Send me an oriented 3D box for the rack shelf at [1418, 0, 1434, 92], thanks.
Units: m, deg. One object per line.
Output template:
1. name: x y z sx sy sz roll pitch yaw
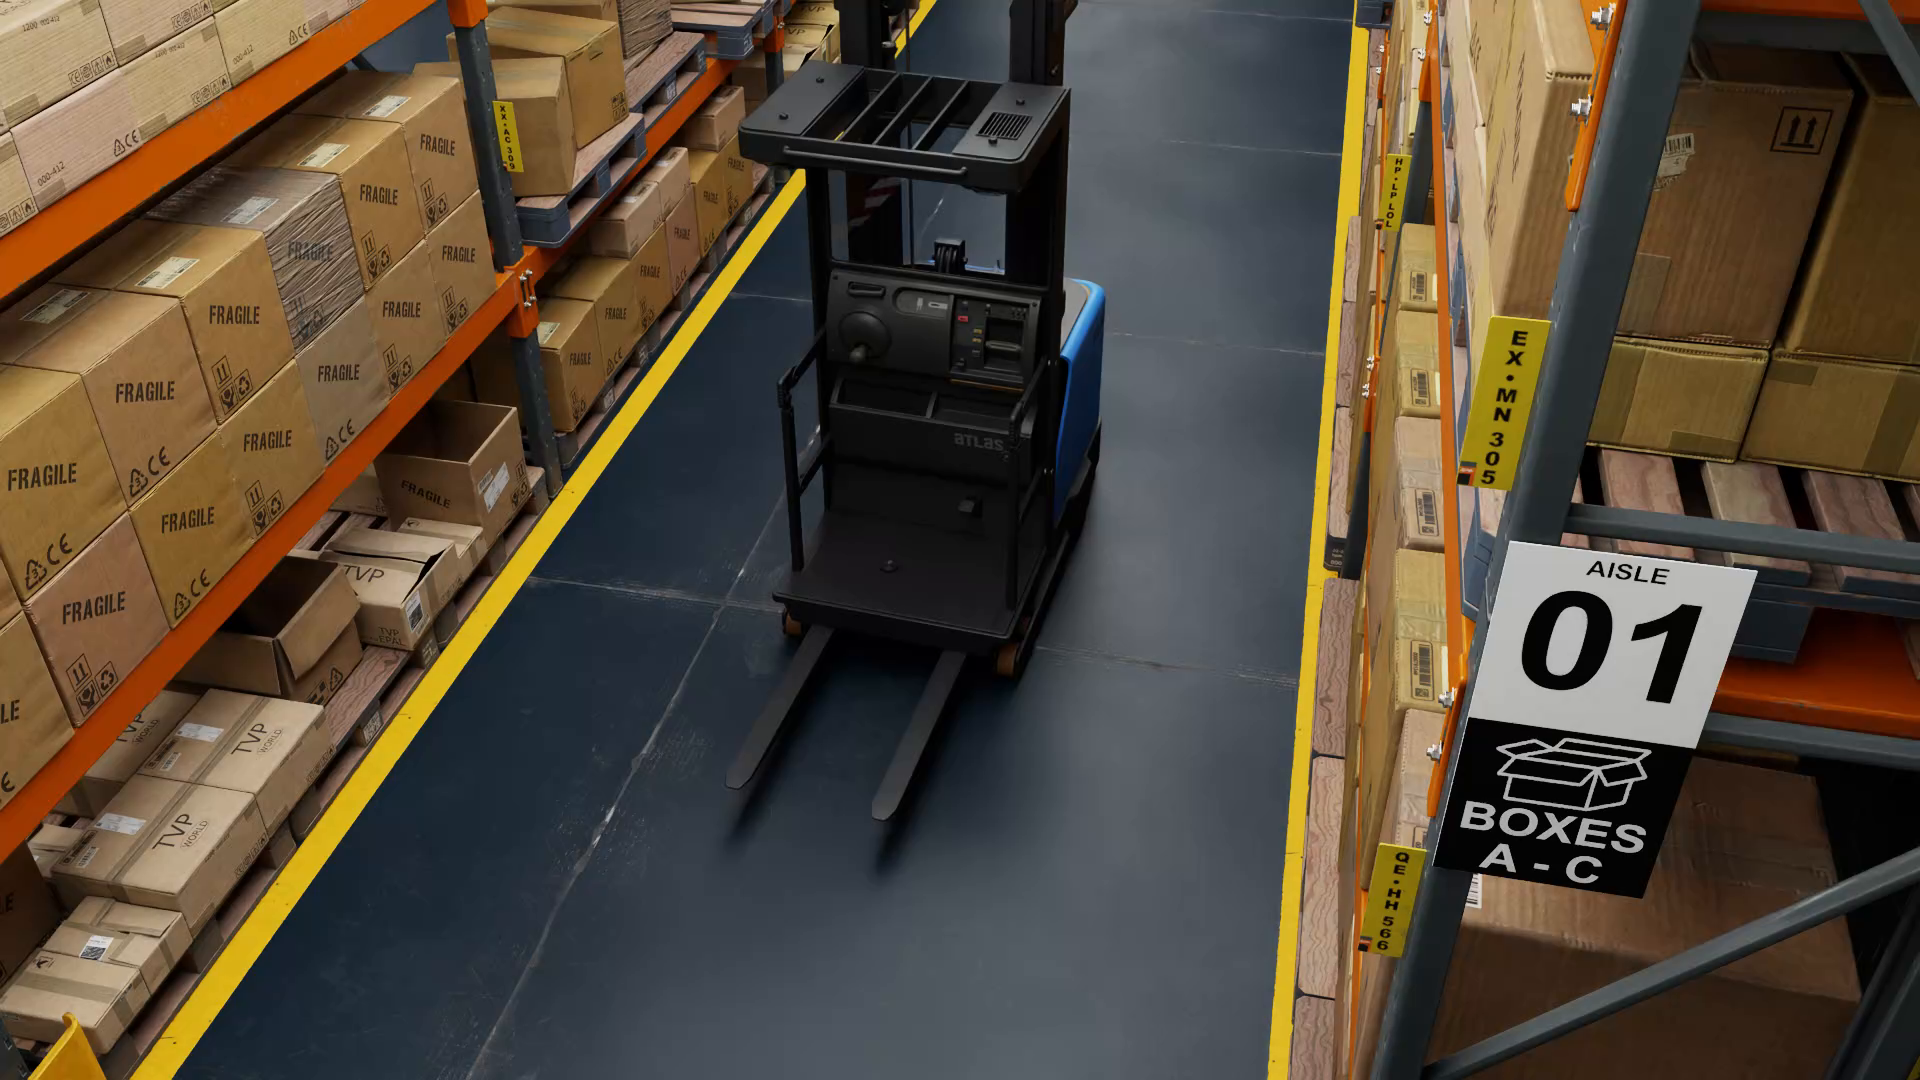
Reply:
1. rack shelf: 2.710 -2.968 7.846 1.077 0.370 4.000 7 37 10

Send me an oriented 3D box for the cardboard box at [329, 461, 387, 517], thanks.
1. cardboard box: -2.858 -0.393 8.152 0.500 0.311 0.500 7 37 10

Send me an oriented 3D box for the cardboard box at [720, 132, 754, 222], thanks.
1. cardboard box: -1.673 -2.411 10.775 0.500 0.500 0.500 9 37 12

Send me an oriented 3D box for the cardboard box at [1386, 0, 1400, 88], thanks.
1. cardboard box: 2.662 -2.815 9.222 0.500 0.500 0.500 8 37 12

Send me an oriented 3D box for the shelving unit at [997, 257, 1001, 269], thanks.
1. shelving unit: 0.311 -1.028 8.760 0.215 1.050 0.252 10 33 13

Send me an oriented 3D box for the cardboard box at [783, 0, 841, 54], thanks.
1. cardboard box: -1.089 -3.952 12.654 0.500 0.311 0.500 6 36 9

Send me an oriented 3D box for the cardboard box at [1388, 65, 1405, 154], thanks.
1. cardboard box: 2.350 -1.944 8.021 0.500 0.500 0.500 7 37 10

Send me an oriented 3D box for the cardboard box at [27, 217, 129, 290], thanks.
1. cardboard box: -3.262 -0.841 5.917 0.500 0.500 0.500 8 37 11

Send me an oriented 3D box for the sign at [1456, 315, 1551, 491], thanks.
1. sign: 0.901 -0.222 2.757 0.100 0.325 0.005 7 37 10

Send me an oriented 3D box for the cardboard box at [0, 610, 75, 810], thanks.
1. cardboard box: -3.059 0.514 4.899 0.500 0.500 0.500 8 37 11

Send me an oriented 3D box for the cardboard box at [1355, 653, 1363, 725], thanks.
1. cardboard box: 1.660 0.570 6.127 0.380 0.149 0.250 6 36 9

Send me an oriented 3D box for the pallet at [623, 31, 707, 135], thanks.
1. pallet: -2.114 -2.617 9.468 1.003 0.211 1.213 7 37 10

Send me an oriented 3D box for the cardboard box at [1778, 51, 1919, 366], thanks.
1. cardboard box: 1.820 -0.661 3.096 0.500 0.500 0.500 6 36 8

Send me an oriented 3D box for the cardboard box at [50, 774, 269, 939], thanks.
1. cardboard box: -2.912 1.149 6.077 0.500 0.250 0.500 7 37 10

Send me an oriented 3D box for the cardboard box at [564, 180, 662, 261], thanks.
1. cardboard box: -2.002 -1.807 9.303 0.500 0.250 0.500 7 37 10

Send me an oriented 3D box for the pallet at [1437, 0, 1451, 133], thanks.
1. pallet: 2.098 -1.609 5.434 1.003 0.211 1.213 7 37 10

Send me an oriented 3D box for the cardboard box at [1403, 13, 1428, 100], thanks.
1. cardboard box: 2.360 -2.255 7.811 0.500 0.250 0.500 8 37 11

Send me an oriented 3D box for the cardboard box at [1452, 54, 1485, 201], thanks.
1. cardboard box: 1.542 -1.020 4.230 0.500 0.250 0.500 6 36 9

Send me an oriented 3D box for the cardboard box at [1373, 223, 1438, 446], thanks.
1. cardboard box: 2.151 -0.711 6.419 0.980 0.700 0.700 8 37 11

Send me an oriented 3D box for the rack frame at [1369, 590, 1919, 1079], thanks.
1. rack frame: 1.428 1.395 3.769 1.000 3.000 0.127 7 37 10

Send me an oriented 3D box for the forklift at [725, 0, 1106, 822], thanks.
1. forklift: -0.177 -0.835 6.905 1.130 2.935 3.031 10 37 13

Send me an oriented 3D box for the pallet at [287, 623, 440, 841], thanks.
1. pallet: -2.963 0.707 7.094 1.003 0.211 1.213 7 37 10

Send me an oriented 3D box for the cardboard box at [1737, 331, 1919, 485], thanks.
1. cardboard box: 1.824 -0.357 3.315 0.500 0.250 0.500 9 37 12

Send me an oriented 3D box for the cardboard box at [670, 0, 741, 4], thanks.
1. cardboard box: -1.727 -3.646 10.281 0.700 0.500 0.500 -4 36 -6

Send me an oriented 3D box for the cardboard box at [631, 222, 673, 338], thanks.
1. cardboard box: -1.999 -1.523 9.550 0.500 0.500 0.500 8 37 11

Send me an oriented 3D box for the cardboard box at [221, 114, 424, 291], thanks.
1. cardboard box: -2.519 -1.346 6.614 0.500 0.500 0.500 7 36 9

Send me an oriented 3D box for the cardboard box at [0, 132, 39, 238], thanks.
1. cardboard box: -2.934 -0.925 4.542 0.500 0.250 0.500 7 37 10

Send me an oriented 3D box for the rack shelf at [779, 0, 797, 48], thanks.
1. rack shelf: -1.276 -4.666 12.744 1.077 0.370 4.000 7 37 10

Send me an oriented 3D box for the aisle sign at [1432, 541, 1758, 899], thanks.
1. aisle sign: 1.120 0.346 3.001 0.394 0.787 0.004 7 37 10

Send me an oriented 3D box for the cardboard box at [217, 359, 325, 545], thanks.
1. cardboard box: -2.736 -0.356 6.100 0.500 0.500 0.500 8 37 11

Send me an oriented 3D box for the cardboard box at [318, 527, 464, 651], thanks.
1. cardboard box: -2.562 0.186 7.354 0.500 0.311 0.500 7 37 10

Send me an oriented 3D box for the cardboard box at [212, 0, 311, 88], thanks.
1. cardboard box: -2.617 -1.786 5.730 0.500 0.250 0.500 7 37 10

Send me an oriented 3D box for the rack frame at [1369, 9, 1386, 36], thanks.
1. rack frame: 3.992 -5.485 13.261 1.000 3.000 0.127 7 37 10

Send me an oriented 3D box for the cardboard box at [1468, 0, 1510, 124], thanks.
1. cardboard box: 1.539 -1.313 3.995 0.500 0.500 0.500 6 36 8

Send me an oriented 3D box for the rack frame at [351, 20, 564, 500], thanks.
1. rack frame: -2.557 -1.517 7.787 1.000 3.000 0.127 7 37 10

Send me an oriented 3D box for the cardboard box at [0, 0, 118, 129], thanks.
1. cardboard box: -2.834 -1.415 4.792 0.500 0.250 0.500 7 37 10

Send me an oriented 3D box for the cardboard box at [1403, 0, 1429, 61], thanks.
1. cardboard box: 2.468 -2.547 8.214 0.500 0.250 0.500 7 36 9

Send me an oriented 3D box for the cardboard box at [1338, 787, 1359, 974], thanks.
1. cardboard box: 1.694 1.248 5.744 0.700 0.500 0.500 6 36 8

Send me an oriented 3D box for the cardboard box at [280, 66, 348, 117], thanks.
1. cardboard box: -2.933 -1.727 7.140 0.500 0.500 0.500 8 37 11

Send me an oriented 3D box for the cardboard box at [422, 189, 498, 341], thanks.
1. cardboard box: -2.413 -1.239 7.318 0.500 0.500 0.500 8 37 11

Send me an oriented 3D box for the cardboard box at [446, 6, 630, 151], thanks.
1. cardboard box: -2.153 -2.373 8.525 0.700 0.500 0.500 13 38 17

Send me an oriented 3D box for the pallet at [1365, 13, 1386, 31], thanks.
1. pallet: 4.100 -4.745 14.617 1.003 0.211 1.213 7 37 10

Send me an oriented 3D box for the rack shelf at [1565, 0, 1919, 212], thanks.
1. rack shelf: 1.856 -1.728 3.919 1.077 0.370 4.000 7 37 10

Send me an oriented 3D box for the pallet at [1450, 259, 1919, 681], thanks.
1. pallet: 1.577 -0.210 3.504 1.003 0.211 1.213 7 37 10

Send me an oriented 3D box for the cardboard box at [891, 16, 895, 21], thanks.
1. cardboard box: -0.764 -4.596 14.021 0.500 0.250 0.500 7 36 9

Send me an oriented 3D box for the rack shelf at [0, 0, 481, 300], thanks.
1. rack shelf: -2.985 -1.294 5.536 1.077 0.370 4.000 7 37 10

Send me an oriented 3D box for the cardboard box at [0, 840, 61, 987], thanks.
1. cardboard box: -3.536 1.268 5.700 0.500 0.500 0.500 7 37 10

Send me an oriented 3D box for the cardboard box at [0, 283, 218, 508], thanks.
1. cardboard box: -2.843 -0.477 5.415 0.500 0.500 0.500 8 37 11

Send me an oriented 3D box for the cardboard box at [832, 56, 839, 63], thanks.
1. cardboard box: -1.198 -3.419 12.396 0.500 0.250 0.500 6 36 9

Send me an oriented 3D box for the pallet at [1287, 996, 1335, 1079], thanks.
1. pallet: 1.523 2.056 5.234 1.003 0.211 1.213 7 37 10

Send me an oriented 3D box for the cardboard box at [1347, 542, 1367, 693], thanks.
1. cardboard box: 2.023 0.360 6.970 0.700 0.500 0.500 8 37 11

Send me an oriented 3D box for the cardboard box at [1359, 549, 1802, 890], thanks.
1. cardboard box: 1.672 0.561 4.664 0.980 0.700 0.700 7 37 10

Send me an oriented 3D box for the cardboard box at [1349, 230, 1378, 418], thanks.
1. cardboard box: 2.482 -1.097 8.681 0.750 0.750 0.750 8 37 11

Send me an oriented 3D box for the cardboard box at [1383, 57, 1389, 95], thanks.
1. cardboard box: 2.639 -2.653 9.551 0.380 0.149 0.250 8 37 11
